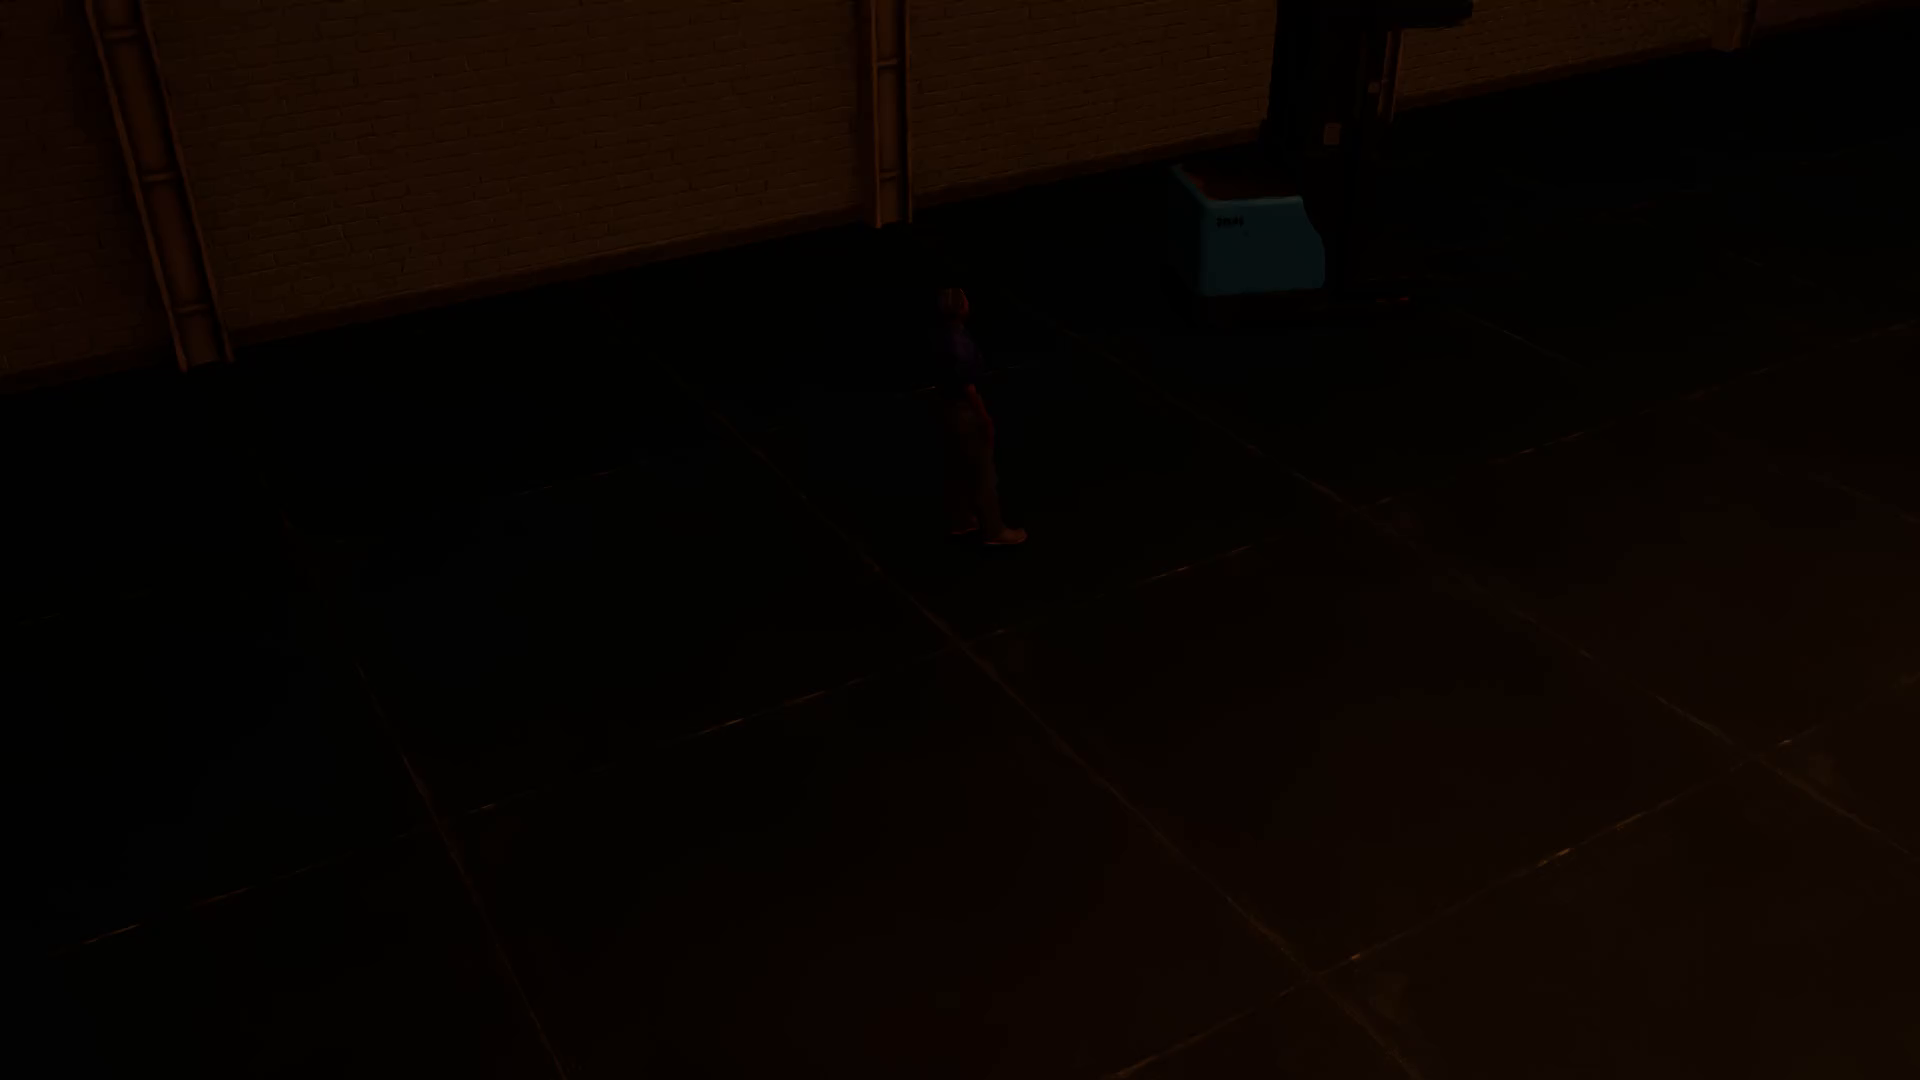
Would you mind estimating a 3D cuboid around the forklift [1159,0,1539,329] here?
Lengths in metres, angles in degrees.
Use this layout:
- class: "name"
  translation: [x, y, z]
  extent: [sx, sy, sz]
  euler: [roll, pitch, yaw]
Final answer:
- class: "forklift"
  translation: [3.248, -3.309, 13.173]
  extent: [3.031, 2.935, 1.130]
  euler: [-6, 31, -9]

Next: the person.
- class: "person"
  translation: [0.085, -0.759, 10.078]
  extent: [0.504, 1.642, 0.570]
  euler: [-17, 35, -26]
